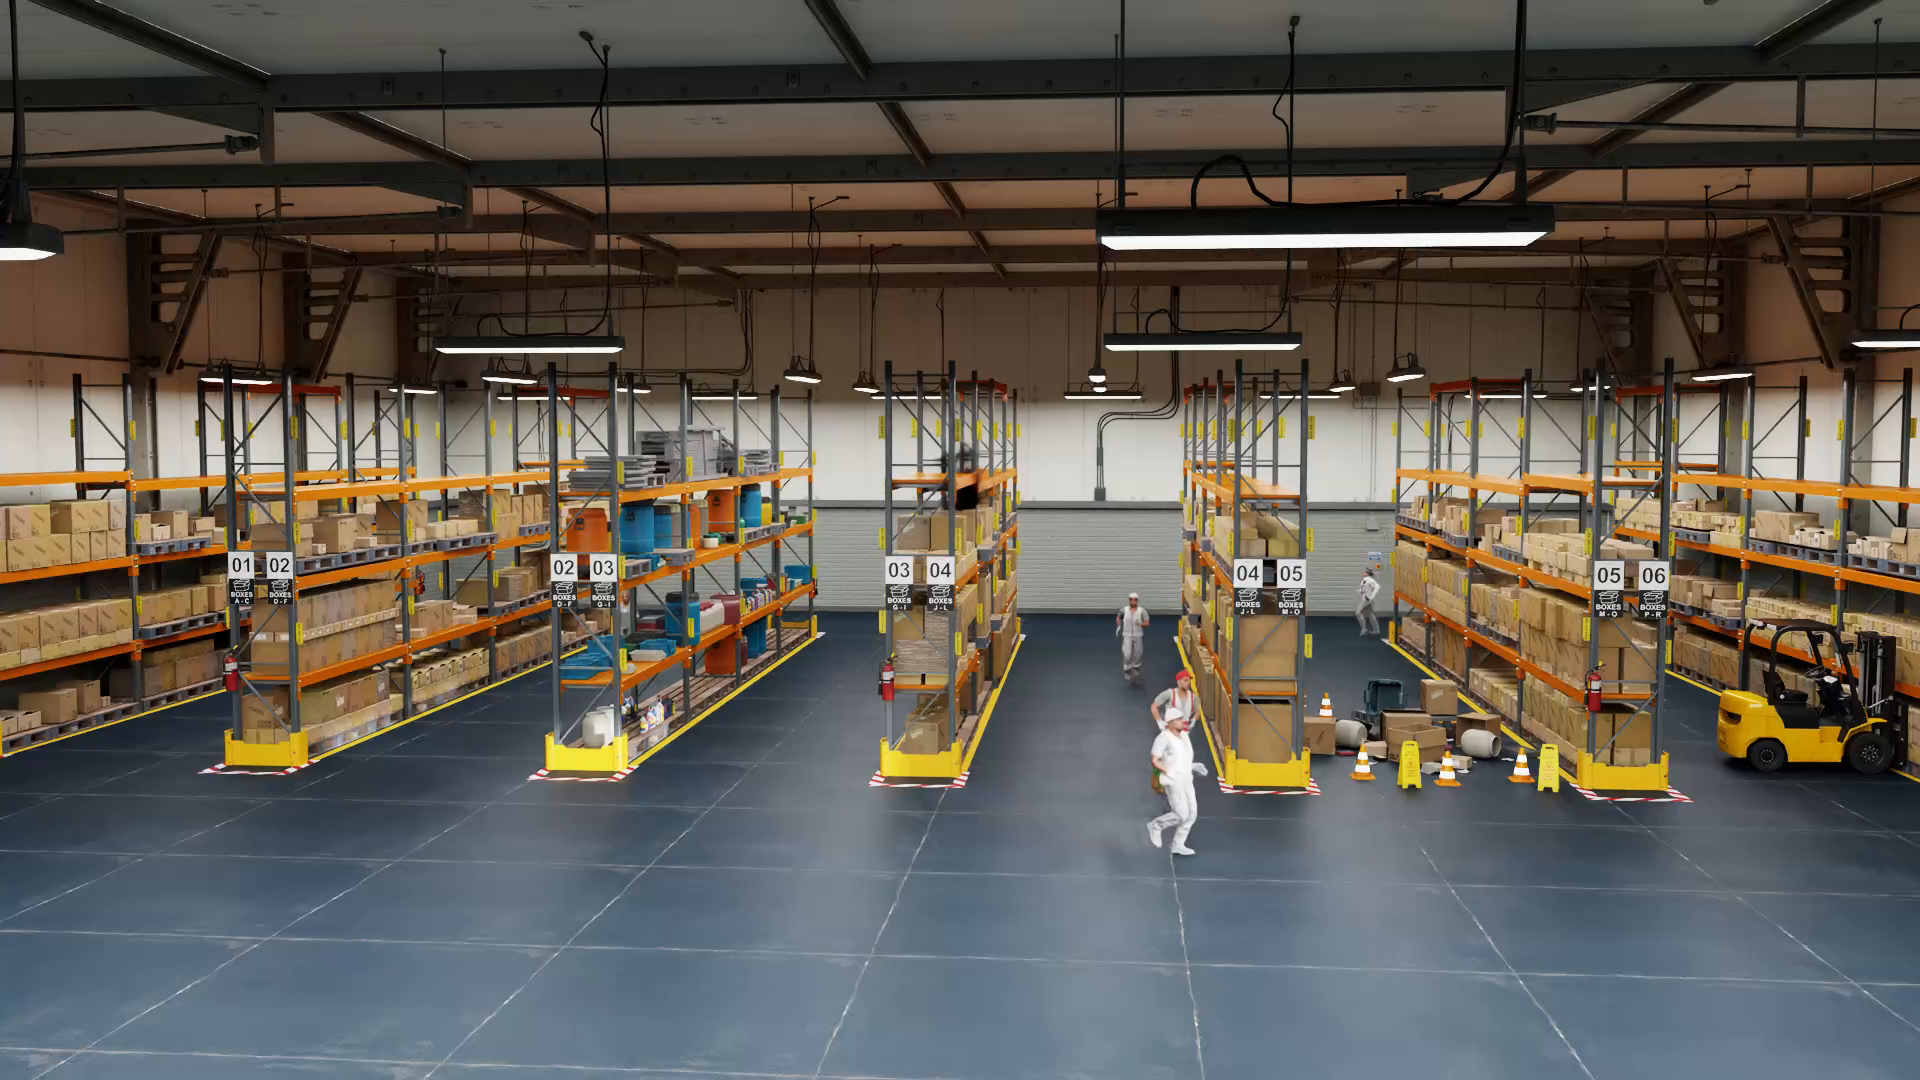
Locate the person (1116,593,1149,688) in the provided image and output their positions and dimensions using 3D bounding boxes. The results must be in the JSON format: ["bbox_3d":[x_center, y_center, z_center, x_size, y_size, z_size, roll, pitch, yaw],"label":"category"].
[{"bbox_3d":[3.393,1.951,32.701,0.649,1.842,0.798,0,4,5],"label":"person"}]

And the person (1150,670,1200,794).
[{"bbox_3d":[3.014,2.645,22.873,0.693,1.707,0.521,-1,4,-17],"label":"person"}]

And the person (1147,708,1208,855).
[{"bbox_3d":[2.544,2.843,19.633,0.621,1.730,0.681,3,5,38],"label":"person"}]

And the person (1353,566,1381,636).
[{"bbox_3d":[9.917,1.505,40.509,0.683,1.741,0.624,1,4,10],"label":"person"}]

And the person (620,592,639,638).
[{"bbox_3d":[-7.149,1.897,35.583,0.537,1.560,0.549,0,4,-6],"label":"person"}]
